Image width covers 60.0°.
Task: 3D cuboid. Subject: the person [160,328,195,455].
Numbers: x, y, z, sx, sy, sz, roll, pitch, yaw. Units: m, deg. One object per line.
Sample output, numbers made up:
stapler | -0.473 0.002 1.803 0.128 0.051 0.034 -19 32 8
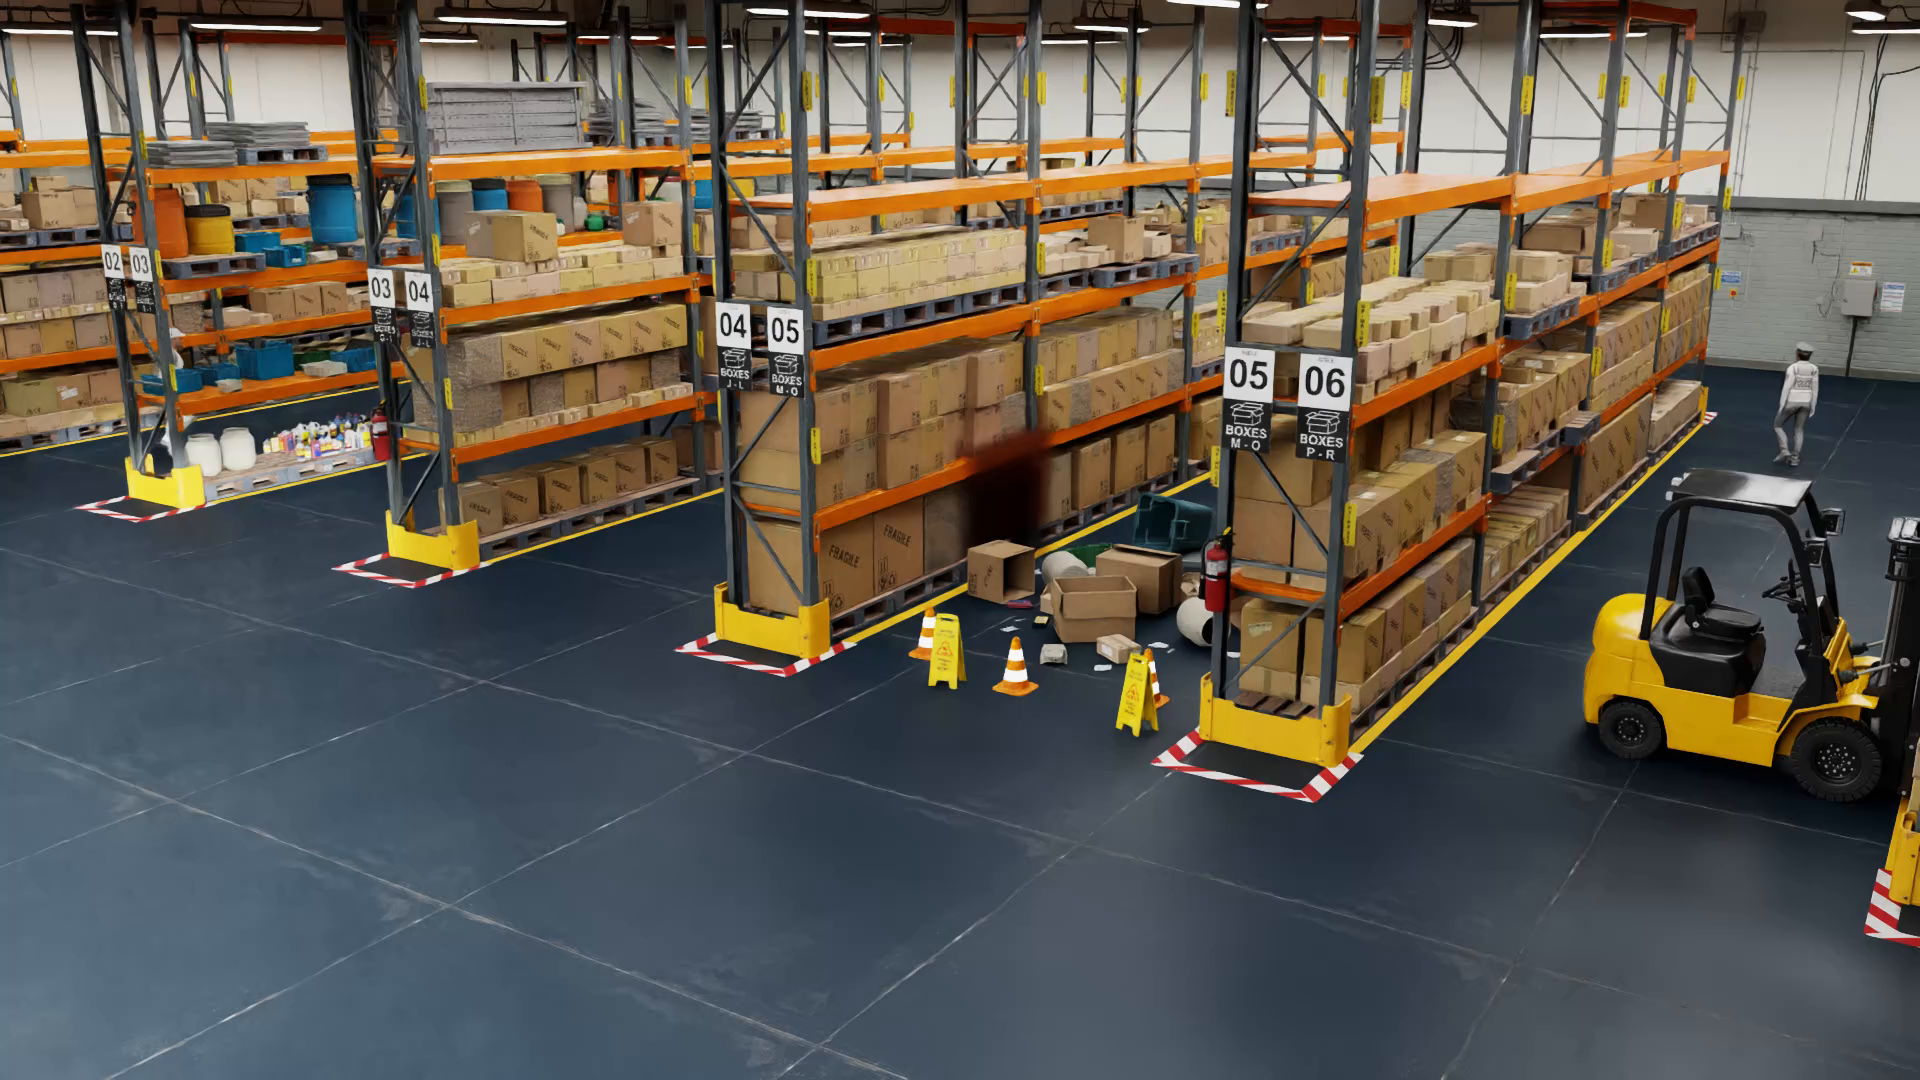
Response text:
person | -11.085 -2.084 23.382 0.576 1.776 0.569 15 21 43

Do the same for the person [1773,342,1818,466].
person | 11.445 -1.844 22.718 0.526 1.681 0.417 0 16 -2
